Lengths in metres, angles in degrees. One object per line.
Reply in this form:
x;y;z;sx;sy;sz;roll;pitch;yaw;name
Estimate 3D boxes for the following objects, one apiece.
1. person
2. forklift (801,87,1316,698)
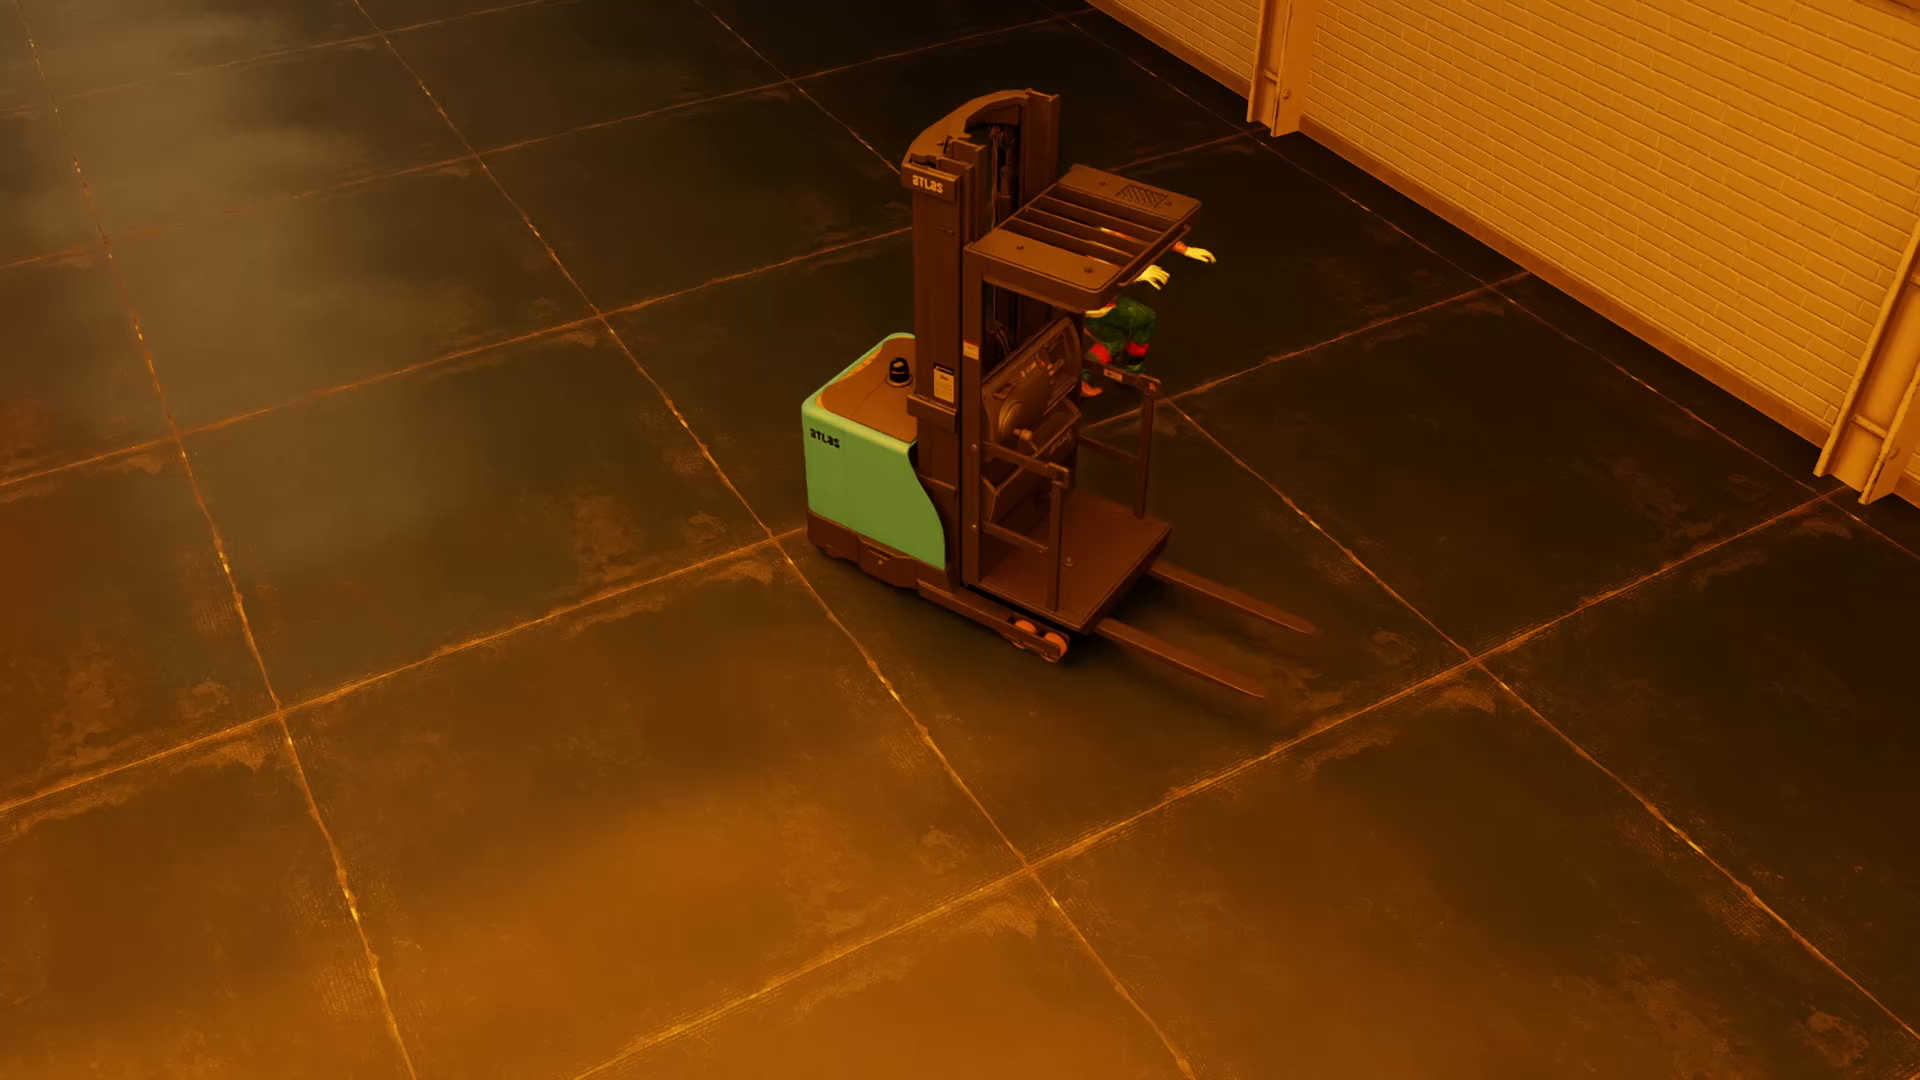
1.233;-1.589;11.086;1.130;1.506;0.845;-9;40;-10;person
0.571;-0.821;9.026;3.031;2.935;1.130;23;45;25;forklift
